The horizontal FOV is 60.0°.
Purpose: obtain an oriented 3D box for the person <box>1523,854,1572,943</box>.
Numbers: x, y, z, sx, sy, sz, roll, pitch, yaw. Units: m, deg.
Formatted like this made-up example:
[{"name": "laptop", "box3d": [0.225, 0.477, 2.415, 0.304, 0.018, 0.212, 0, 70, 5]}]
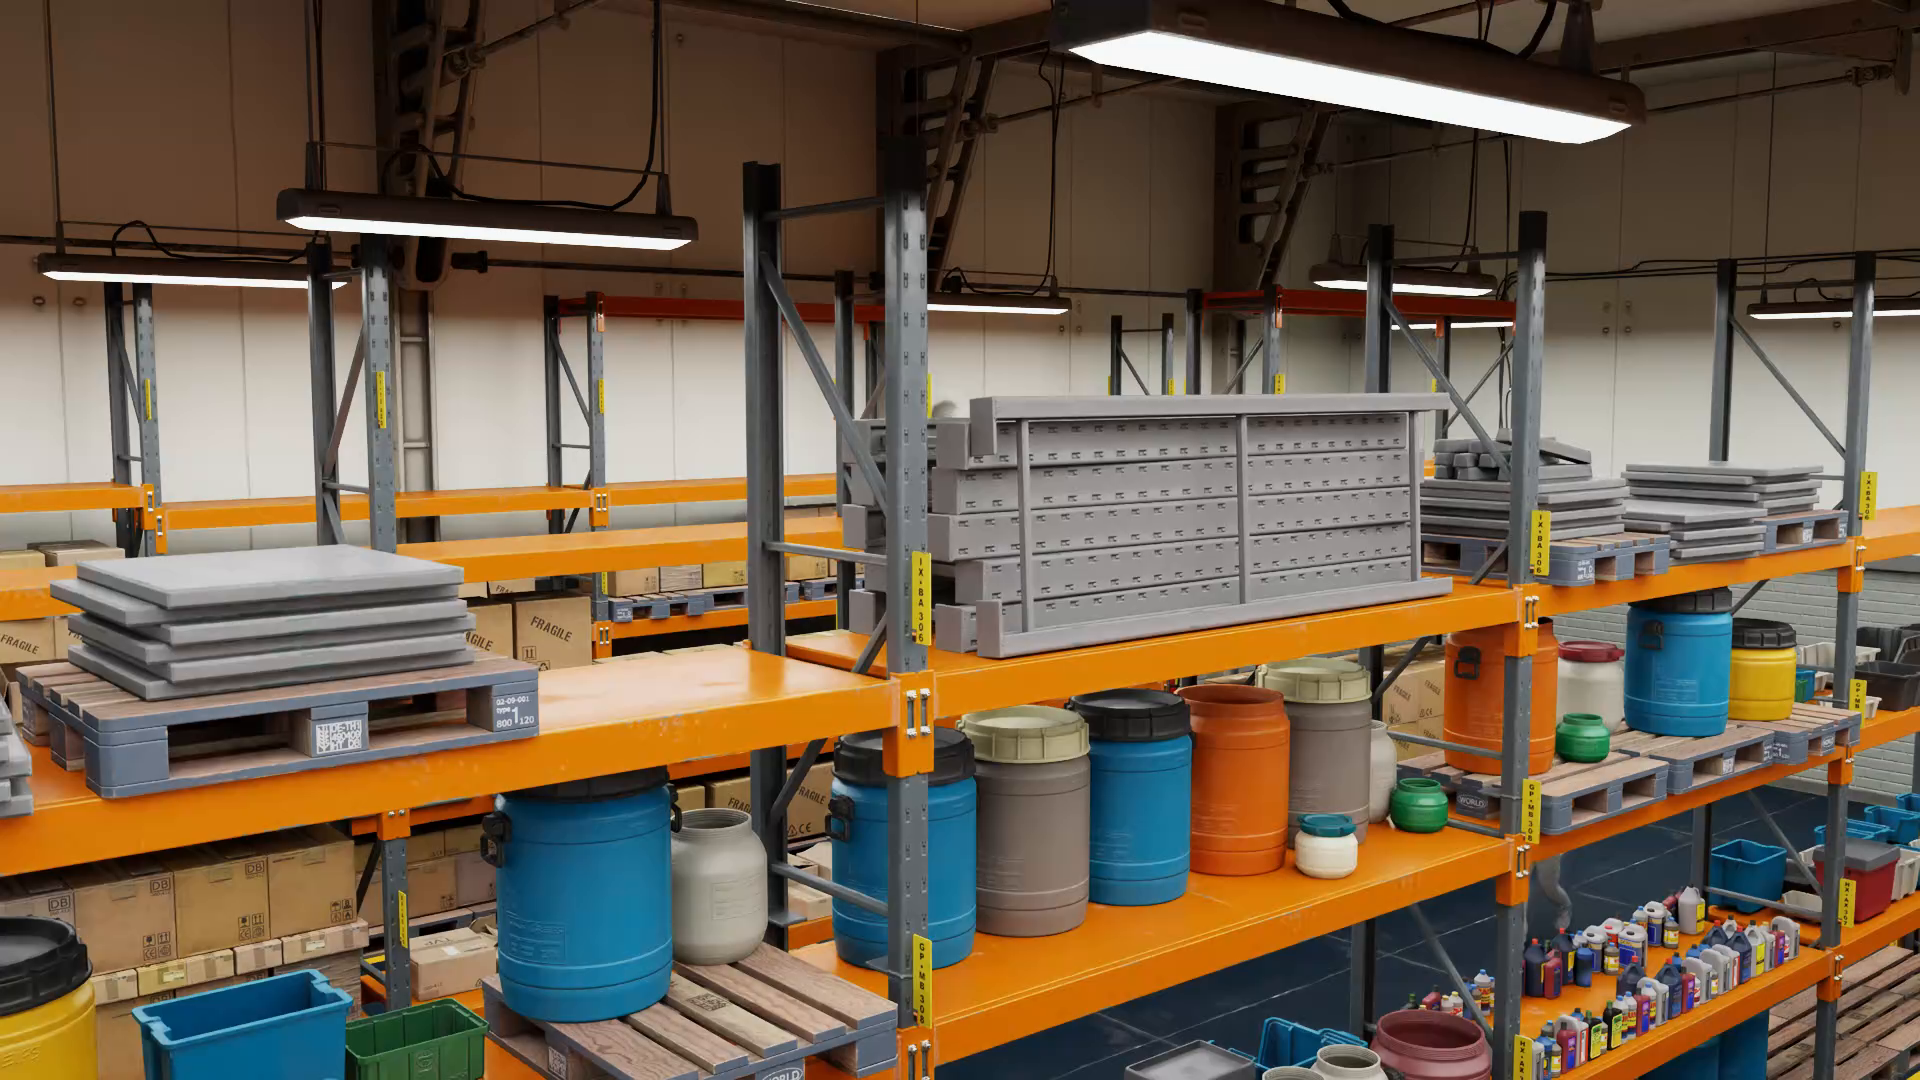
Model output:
[{"name": "person", "box3d": [5.294, 2.871, 15.282, 0.617, 1.681, 0.945, 4, 7, 38]}]
